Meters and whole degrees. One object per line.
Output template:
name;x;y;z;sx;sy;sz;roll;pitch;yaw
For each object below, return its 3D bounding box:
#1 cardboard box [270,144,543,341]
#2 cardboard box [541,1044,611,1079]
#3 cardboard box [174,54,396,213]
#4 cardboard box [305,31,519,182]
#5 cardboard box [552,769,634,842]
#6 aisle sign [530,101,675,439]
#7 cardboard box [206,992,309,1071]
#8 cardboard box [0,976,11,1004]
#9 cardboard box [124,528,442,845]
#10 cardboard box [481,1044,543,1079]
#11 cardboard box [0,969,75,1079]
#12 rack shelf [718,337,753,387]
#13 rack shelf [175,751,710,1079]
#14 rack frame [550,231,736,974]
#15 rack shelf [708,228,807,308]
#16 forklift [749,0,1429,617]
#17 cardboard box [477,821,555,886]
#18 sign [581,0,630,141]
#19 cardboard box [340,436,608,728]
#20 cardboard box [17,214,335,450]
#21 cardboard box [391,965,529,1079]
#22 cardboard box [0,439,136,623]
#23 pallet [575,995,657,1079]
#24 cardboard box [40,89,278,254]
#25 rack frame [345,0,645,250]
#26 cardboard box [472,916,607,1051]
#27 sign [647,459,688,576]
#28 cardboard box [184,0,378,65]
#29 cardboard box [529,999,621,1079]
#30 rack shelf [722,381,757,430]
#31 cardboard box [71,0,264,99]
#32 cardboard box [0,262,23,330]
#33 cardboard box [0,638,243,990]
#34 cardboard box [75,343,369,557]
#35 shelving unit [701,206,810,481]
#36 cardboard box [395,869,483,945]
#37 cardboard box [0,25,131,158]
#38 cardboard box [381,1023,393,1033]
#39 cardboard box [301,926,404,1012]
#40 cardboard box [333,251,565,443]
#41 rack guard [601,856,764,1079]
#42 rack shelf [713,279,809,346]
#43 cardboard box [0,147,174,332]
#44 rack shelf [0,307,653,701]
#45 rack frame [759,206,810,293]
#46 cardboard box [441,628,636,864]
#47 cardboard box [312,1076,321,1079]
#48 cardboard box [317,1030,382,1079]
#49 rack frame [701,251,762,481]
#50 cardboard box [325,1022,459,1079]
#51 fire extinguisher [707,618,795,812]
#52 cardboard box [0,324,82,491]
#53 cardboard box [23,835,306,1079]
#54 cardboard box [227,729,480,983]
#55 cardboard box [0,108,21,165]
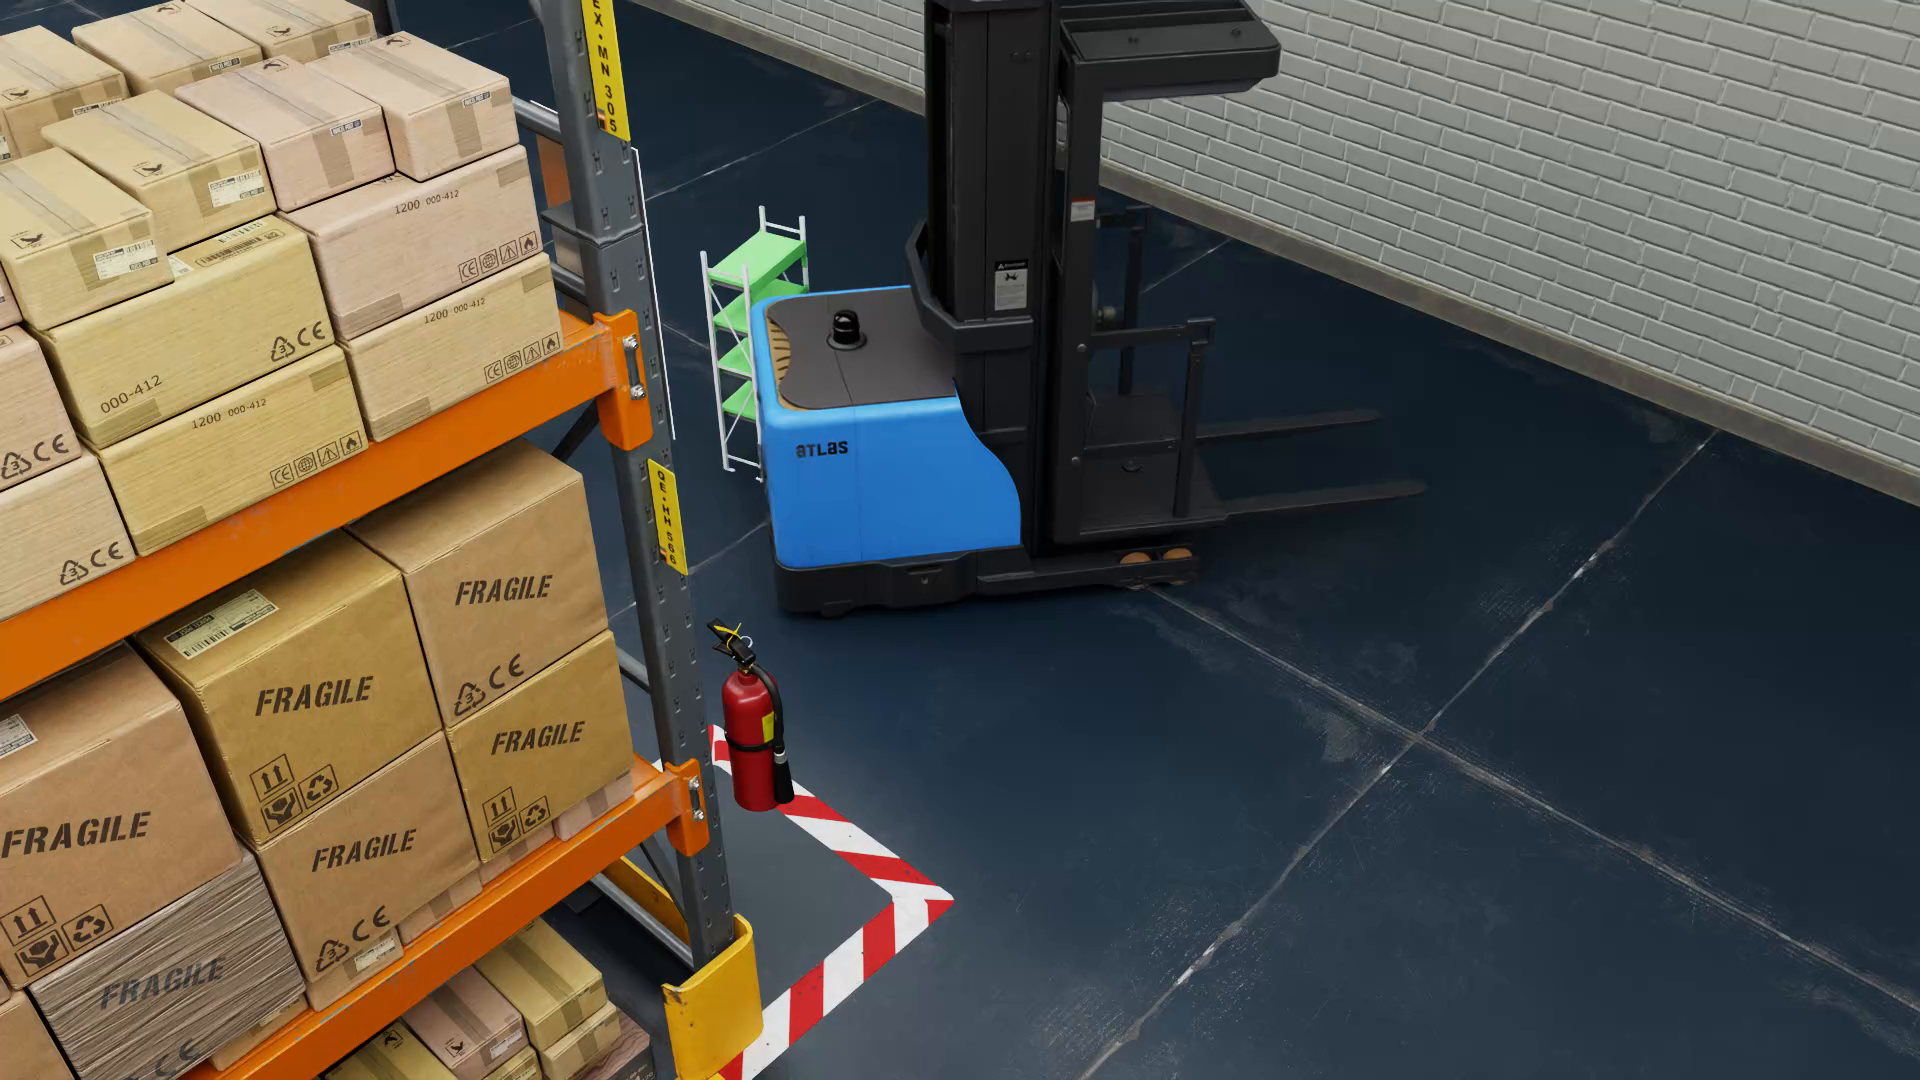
cardboard box;-1.261;-0.713;3.545;0.500;0.250;0.500;28;46;31
cardboard box;-1.339;1.561;5.330;0.380;0.149;0.250;30;48;33
cardboard box;-1.368;-0.830;3.372;0.380;0.149;0.250;30;48;32
cardboard box;-1.145;-0.911;3.474;0.380;0.149;0.250;29;47;32
cardboard box;-1.149;0.647;4.729;0.380;0.149;0.250;30;47;32
aisle sign;-0.867;-0.645;4.063;0.394;0.787;0.004;30;47;32
cardboard box;-1.857;1.102;4.155;0.380;0.149;0.250;27;46;30
cardboard box;-2.303;0.767;3.252;0.500;0.500;0.500;28;46;31
cardboard box;-1.605;0.280;3.865;0.500;0.500;0.500;28;46;31
cardboard box;-1.499;1.575;5.074;0.380;0.149;0.250;28;47;31
cardboard box;-2.281;1.135;3.593;0.500;0.500;0.500;-32;48;-33
rack shelf;-0.941;-0.874;7.988;0.258;0.148;0.480;18;42;21
rack shelf;-2.487;1.480;4.056;1.077;0.370;4.000;30;47;32
rack frame;-1.138;0.280;4.988;1.000;3.000;0.127;30;47;32
rack shelf;-0.941;-1.250;7.689;0.258;0.148;0.480;18;42;21
forklift;0.620;-1.245;6.961;3.031;2.935;1.130;-6;39;-8
cardboard box;-1.345;0.745;4.605;0.380;0.149;0.250;30;47;32
sign;-0.742;-0.998;3.474;0.100;0.325;0.005;30;47;32
cardboard box;-1.263;0.048;4.157;0.500;0.500;0.500;29;47;31
cardboard box;-1.605;-0.477;3.249;0.500;0.250;0.500;28;46;31
cardboard box;-1.520;1.439;5.005;0.380;0.149;0.250;31;48;33
cardboard box;-1.933;-0.056;3.120;0.500;0.250;0.500;32;48;34
pallet;-1.763;1.765;5.361;1.003;0.211;1.213;30;47;32
cardboard box;-1.556;-0.721;3.235;0.380;0.149;0.250;28;46;31
rack frame;-1.138;-2.068;3.121;1.000;3.000;0.127;30;47;32
cardboard box;-1.308;1.348;5.120;0.380;0.149;0.250;30;47;32
sign;-0.742;-0.055;4.225;0.100;0.325;0.005;30;47;32
cardboard box;-1.525;-1.134;3.754;0.380;0.149;0.250;29;47;32
cardboard box;-1.283;1.477;5.196;0.380;0.149;0.250;28;46;31
rack shelf;-0.941;-0.686;8.137;0.258;0.148;0.480;18;42;21
cardboard box;-1.710;-1.024;3.617;0.380;0.149;0.250;32;48;33
cardboard box;-1.870;-0.463;2.910;0.380;0.149;0.250;29;47;31
cardboard box;-1.949;0.523;3.559;0.500;0.500;0.500;-32;48;-33
cardboard box;-1.588;-0.278;3.400;0.500;0.250;0.500;30;47;32
shelving unit;-0.941;-0.924;7.948;0.258;1.200;0.503;18;42;21
cardboard box;-1.503;0.867;4.452;0.380;0.149;0.250;29;47;31
cardboard box;-1.947;-0.930;3.498;0.380;0.149;0.250;30;47;32
cardboard box;-1.844;1.492;5.416;0.380;0.149;0.250;29;47;32
cardboard box;-1.658;0.994;4.292;0.380;0.149;0.250;31;48;33
cardboard box;-1.249;-0.515;3.699;0.500;0.250;0.500;29;47;31
rack guard;-1.189;1.293;5.722;1.175;0.500;0.348;30;47;32
rack shelf;-0.941;-1.062;7.839;0.258;0.148;0.480;18;42;21
cardboard box;-1.655;-0.554;3.025;0.380;0.149;0.250;30;48;32
rack shelf;-2.487;0.306;3.123;1.077;0.370;4.000;30;47;32
rack frame;-0.830;-1.060;8.118;0.240;1.200;0.015;18;42;21
cardboard box;-1.251;0.439;4.469;0.500;0.500;0.500;31;48;33
cardboard box;-1.822;1.704;4.672;0.380;0.149;0.250;28;46;30
cardboard box;-2.007;1.500;5.168;0.380;0.149;0.250;30;47;32
rack frame;-1.052;-0.789;7.778;0.240;1.200;0.015;18;42;21
cardboard box;-1.601;1.612;4.788;0.380;0.149;0.250;29;47;31
fire extinguisher;-0.627;0.534;5.030;0.296;0.674;0.183;30;47;32
cardboard box;-1.952;-0.243;2.954;0.500;0.250;0.500;30;48;32
cardboard box;-1.937;0.910;3.876;0.500;0.500;0.500;30;47;32
cardboard box;-1.602;0.673;4.174;0.500;0.500;0.500;29;47;31
cardboard box;-2.111;-0.819;3.358;0.380;0.149;0.250;30;48;32
